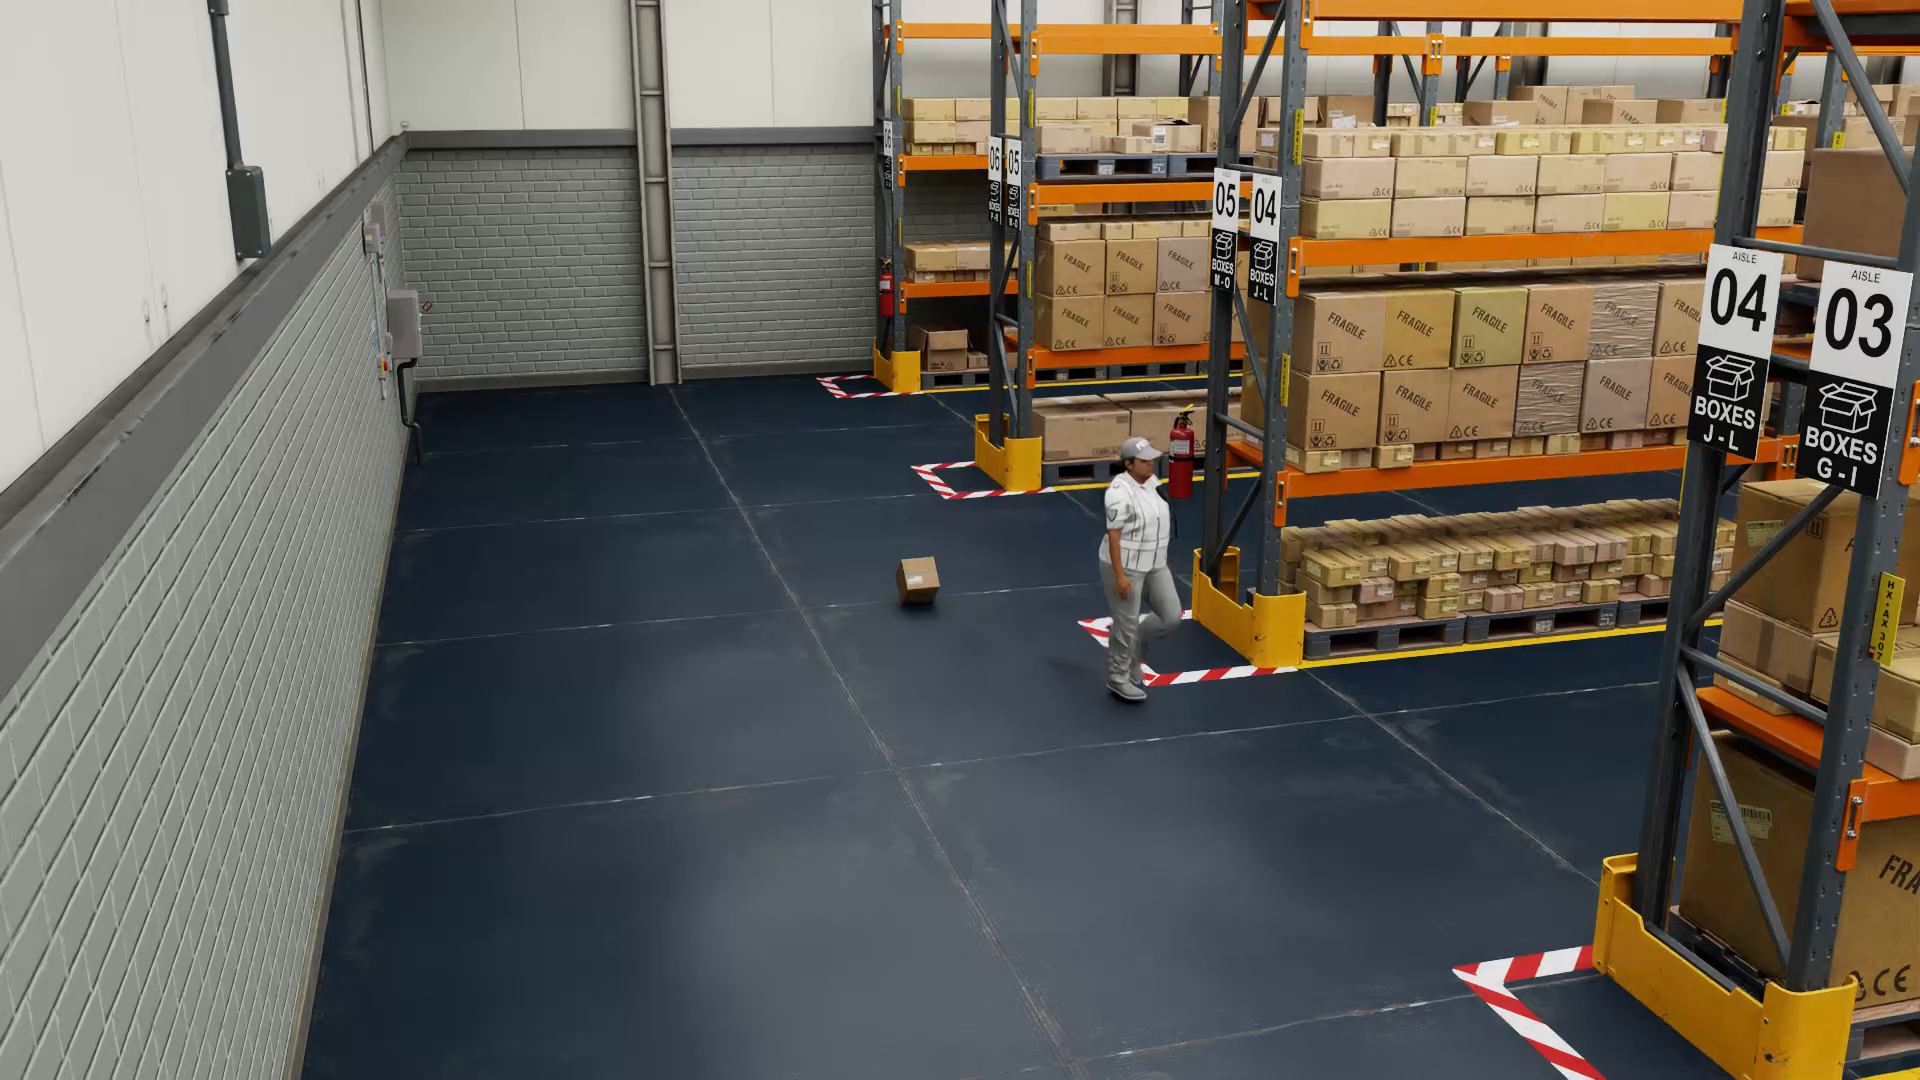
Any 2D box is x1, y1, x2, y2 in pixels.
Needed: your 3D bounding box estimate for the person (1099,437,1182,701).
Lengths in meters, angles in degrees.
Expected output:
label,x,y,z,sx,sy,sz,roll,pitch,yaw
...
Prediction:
label,x,y,z,sx,sy,sz,roll,pitch,yaw
person,1.091,0.172,10.349,0.487,1.667,0.462,-14,21,-39
